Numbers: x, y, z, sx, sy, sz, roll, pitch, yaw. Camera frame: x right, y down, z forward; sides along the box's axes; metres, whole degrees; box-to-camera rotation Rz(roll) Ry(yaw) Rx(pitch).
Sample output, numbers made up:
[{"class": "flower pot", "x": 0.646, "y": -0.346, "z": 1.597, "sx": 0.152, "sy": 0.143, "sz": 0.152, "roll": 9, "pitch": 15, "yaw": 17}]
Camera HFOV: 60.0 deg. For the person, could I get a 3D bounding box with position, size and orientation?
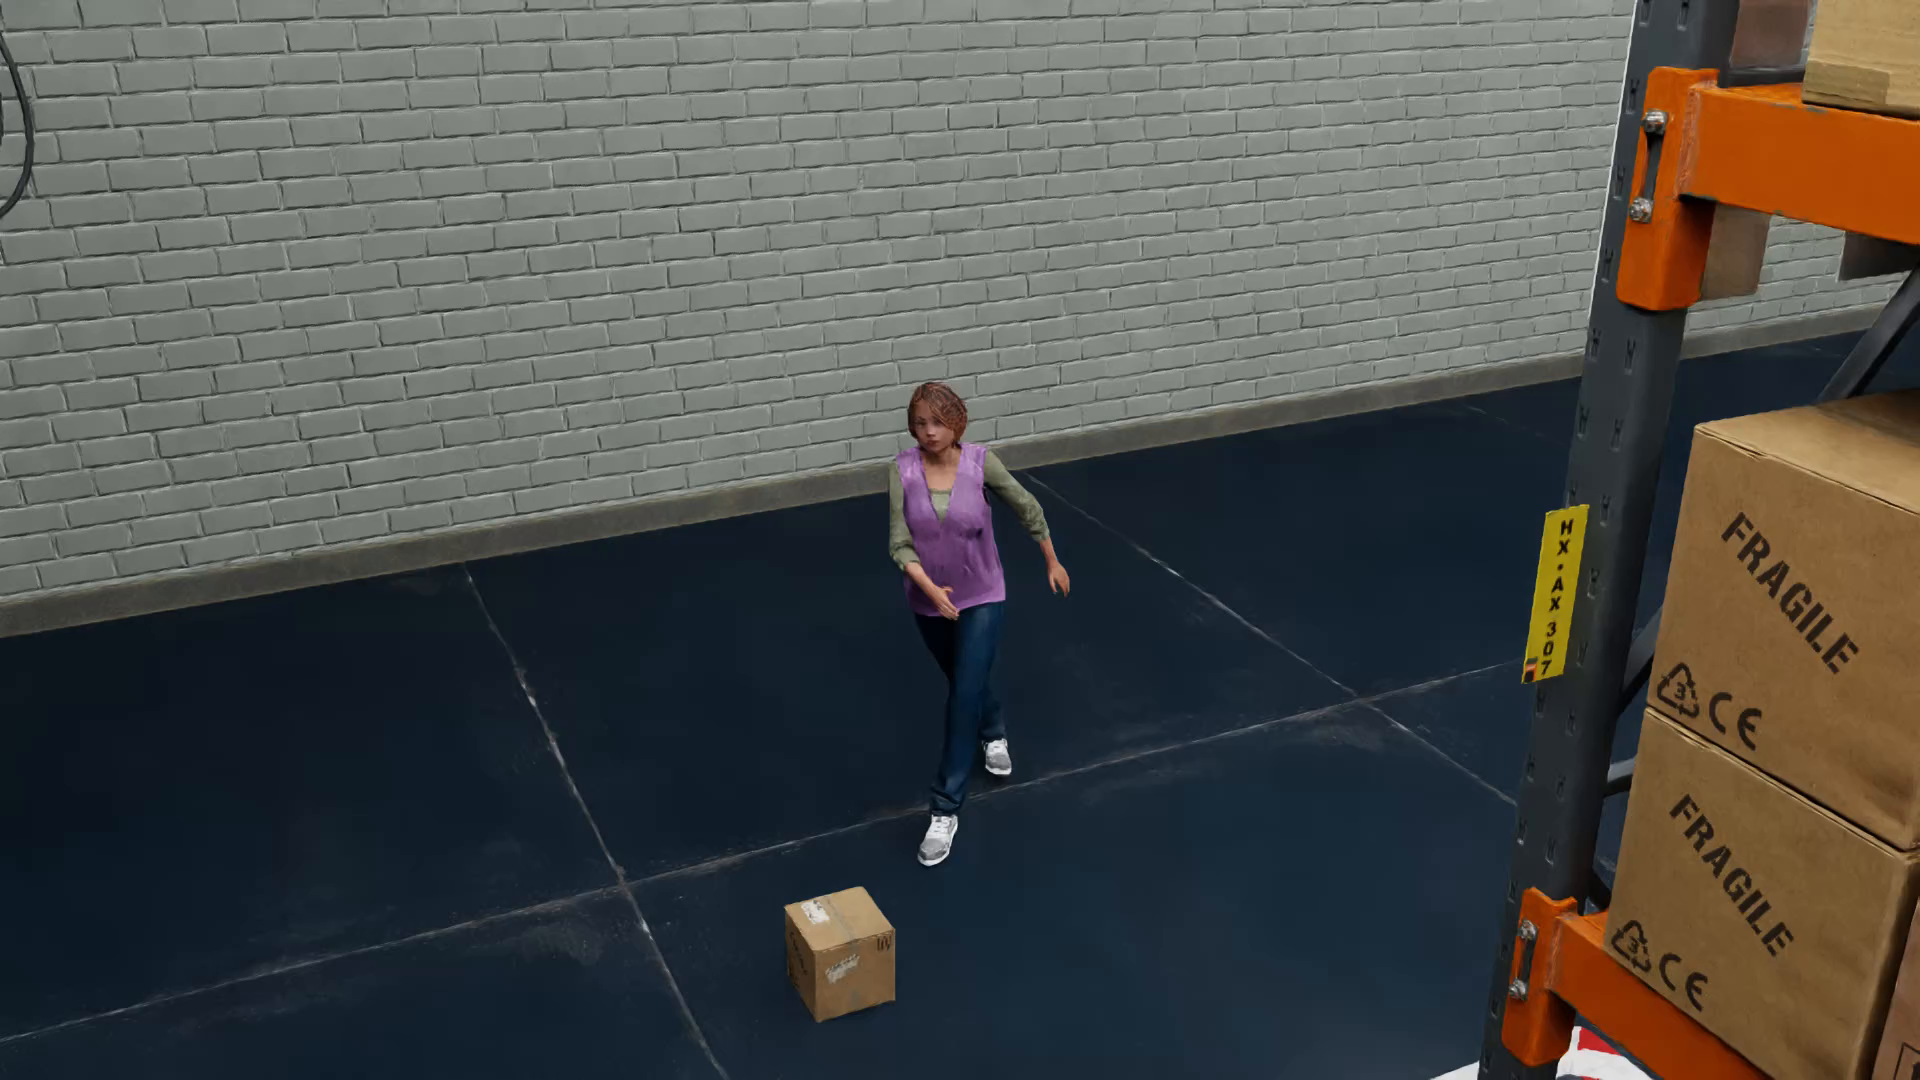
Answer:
[{"class": "person", "x": 0.044, "y": 0.222, "z": 5.597, "sx": 0.578, "sy": 1.545, "sz": 0.856, "roll": 5, "pitch": 23, "yaw": 11}]
